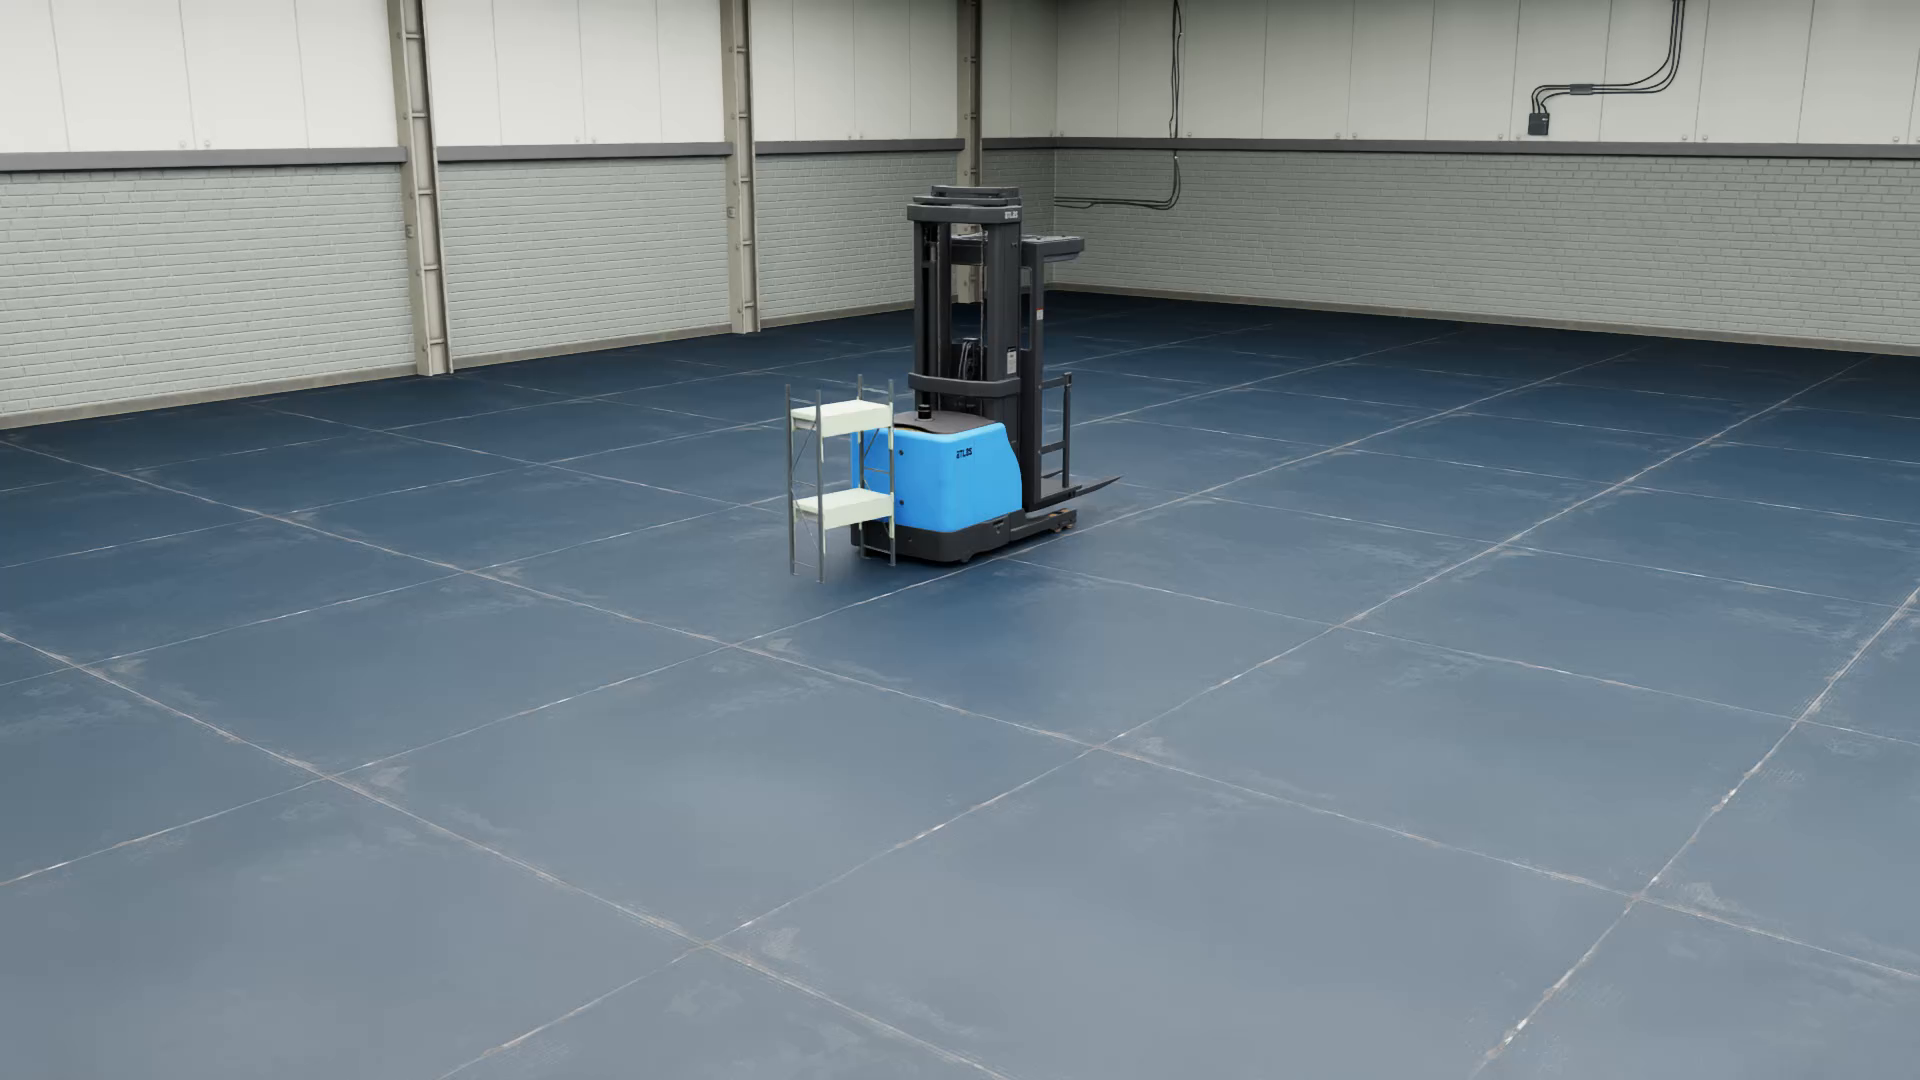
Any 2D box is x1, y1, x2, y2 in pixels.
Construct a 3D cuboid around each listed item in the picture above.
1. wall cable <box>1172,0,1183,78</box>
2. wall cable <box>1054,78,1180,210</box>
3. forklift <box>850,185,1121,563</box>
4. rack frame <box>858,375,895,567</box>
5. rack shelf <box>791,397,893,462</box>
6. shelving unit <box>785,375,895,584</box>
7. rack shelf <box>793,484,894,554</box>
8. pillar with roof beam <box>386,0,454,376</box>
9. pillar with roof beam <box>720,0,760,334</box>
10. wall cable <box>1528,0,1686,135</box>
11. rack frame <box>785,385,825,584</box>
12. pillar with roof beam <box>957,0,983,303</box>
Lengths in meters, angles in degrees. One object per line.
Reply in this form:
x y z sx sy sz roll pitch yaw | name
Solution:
5.165 -9.880 30.788 3.097 2.526 0.112 11 18 38 | wall cable
3.061 -7.851 33.058 3.097 2.526 0.112 11 18 38 | wall cable
0.363 -1.546 14.255 1.130 2.935 3.031 10 17 34 | forklift
-0.664 -0.550 13.240 0.023 1.500 0.400 -13 19 -42 | rack frame
-0.927 -0.865 12.897 0.720 0.370 0.431 -13 19 -42 | rack shelf
-0.927 -0.487 12.993 0.755 1.500 0.431 -13 19 -42 | shelving unit
-0.927 -0.171 13.074 0.720 0.370 0.431 -13 19 -42 | rack shelf
-4.013 -6.032 19.592 9.100 9.000 0.400 11 18 38 | pillar with roof beam
-0.242 -7.181 24.115 9.100 9.000 0.400 11 18 38 | pillar with roof beam
10.435 -9.532 26.462 2.305 6.003 0.169 11 18 38 | wall cable
-1.190 -0.424 12.747 0.023 1.500 0.400 -13 19 -42 | rack frame
3.529 -8.330 28.638 9.100 9.000 0.400 11 18 38 | pillar with roof beam
